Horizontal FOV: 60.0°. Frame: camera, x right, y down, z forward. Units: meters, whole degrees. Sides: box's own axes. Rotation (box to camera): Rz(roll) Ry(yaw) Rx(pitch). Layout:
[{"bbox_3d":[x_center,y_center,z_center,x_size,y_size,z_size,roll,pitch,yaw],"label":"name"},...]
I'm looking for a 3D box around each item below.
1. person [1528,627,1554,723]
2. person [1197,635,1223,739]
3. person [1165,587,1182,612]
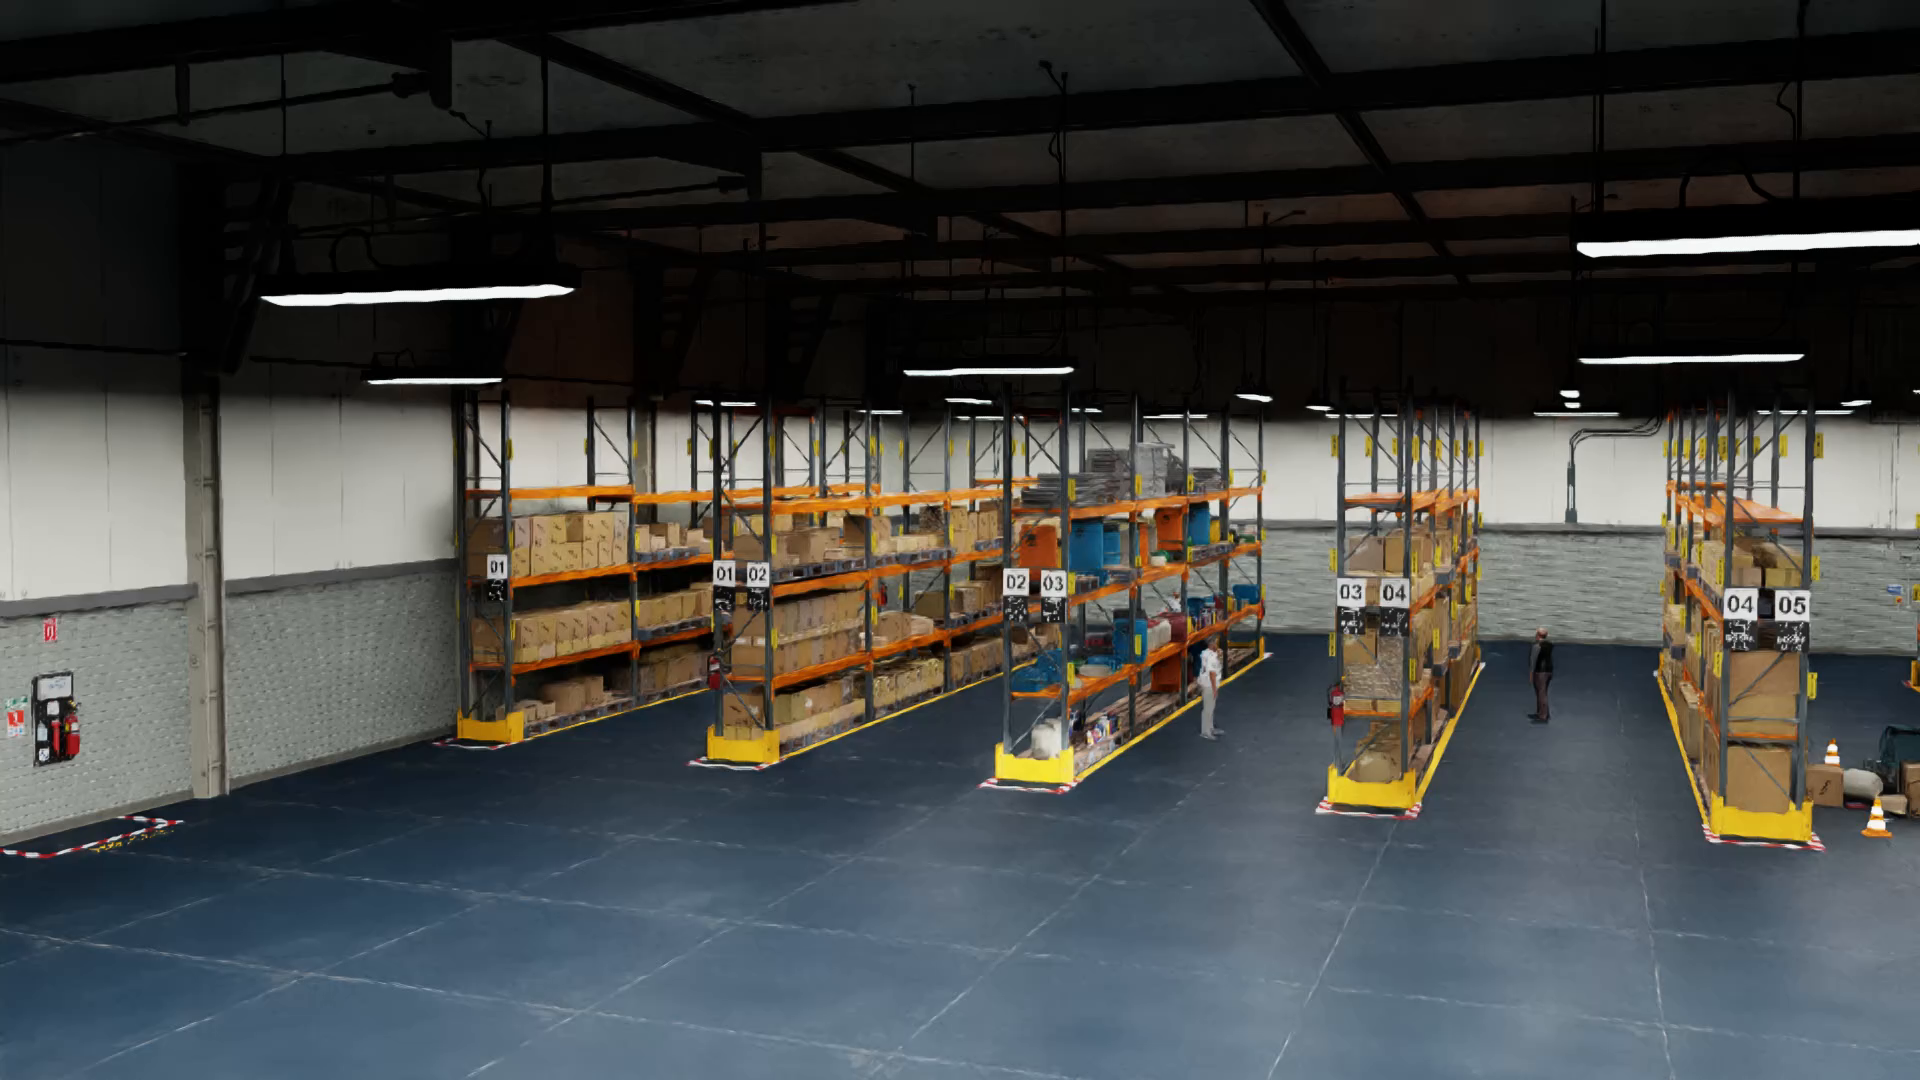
[{"bbox_3d":[10.611,2.452,30.437,0.627,1.718,0.569,-3,4,-39],"label":"person"},{"bbox_3d":[4.360,2.525,28.749,0.492,1.767,0.626,0,3,-5],"label":"person"},{"bbox_3d":[5.364,1.950,40.996,0.628,1.599,0.828,2,3,26],"label":"person"}]
